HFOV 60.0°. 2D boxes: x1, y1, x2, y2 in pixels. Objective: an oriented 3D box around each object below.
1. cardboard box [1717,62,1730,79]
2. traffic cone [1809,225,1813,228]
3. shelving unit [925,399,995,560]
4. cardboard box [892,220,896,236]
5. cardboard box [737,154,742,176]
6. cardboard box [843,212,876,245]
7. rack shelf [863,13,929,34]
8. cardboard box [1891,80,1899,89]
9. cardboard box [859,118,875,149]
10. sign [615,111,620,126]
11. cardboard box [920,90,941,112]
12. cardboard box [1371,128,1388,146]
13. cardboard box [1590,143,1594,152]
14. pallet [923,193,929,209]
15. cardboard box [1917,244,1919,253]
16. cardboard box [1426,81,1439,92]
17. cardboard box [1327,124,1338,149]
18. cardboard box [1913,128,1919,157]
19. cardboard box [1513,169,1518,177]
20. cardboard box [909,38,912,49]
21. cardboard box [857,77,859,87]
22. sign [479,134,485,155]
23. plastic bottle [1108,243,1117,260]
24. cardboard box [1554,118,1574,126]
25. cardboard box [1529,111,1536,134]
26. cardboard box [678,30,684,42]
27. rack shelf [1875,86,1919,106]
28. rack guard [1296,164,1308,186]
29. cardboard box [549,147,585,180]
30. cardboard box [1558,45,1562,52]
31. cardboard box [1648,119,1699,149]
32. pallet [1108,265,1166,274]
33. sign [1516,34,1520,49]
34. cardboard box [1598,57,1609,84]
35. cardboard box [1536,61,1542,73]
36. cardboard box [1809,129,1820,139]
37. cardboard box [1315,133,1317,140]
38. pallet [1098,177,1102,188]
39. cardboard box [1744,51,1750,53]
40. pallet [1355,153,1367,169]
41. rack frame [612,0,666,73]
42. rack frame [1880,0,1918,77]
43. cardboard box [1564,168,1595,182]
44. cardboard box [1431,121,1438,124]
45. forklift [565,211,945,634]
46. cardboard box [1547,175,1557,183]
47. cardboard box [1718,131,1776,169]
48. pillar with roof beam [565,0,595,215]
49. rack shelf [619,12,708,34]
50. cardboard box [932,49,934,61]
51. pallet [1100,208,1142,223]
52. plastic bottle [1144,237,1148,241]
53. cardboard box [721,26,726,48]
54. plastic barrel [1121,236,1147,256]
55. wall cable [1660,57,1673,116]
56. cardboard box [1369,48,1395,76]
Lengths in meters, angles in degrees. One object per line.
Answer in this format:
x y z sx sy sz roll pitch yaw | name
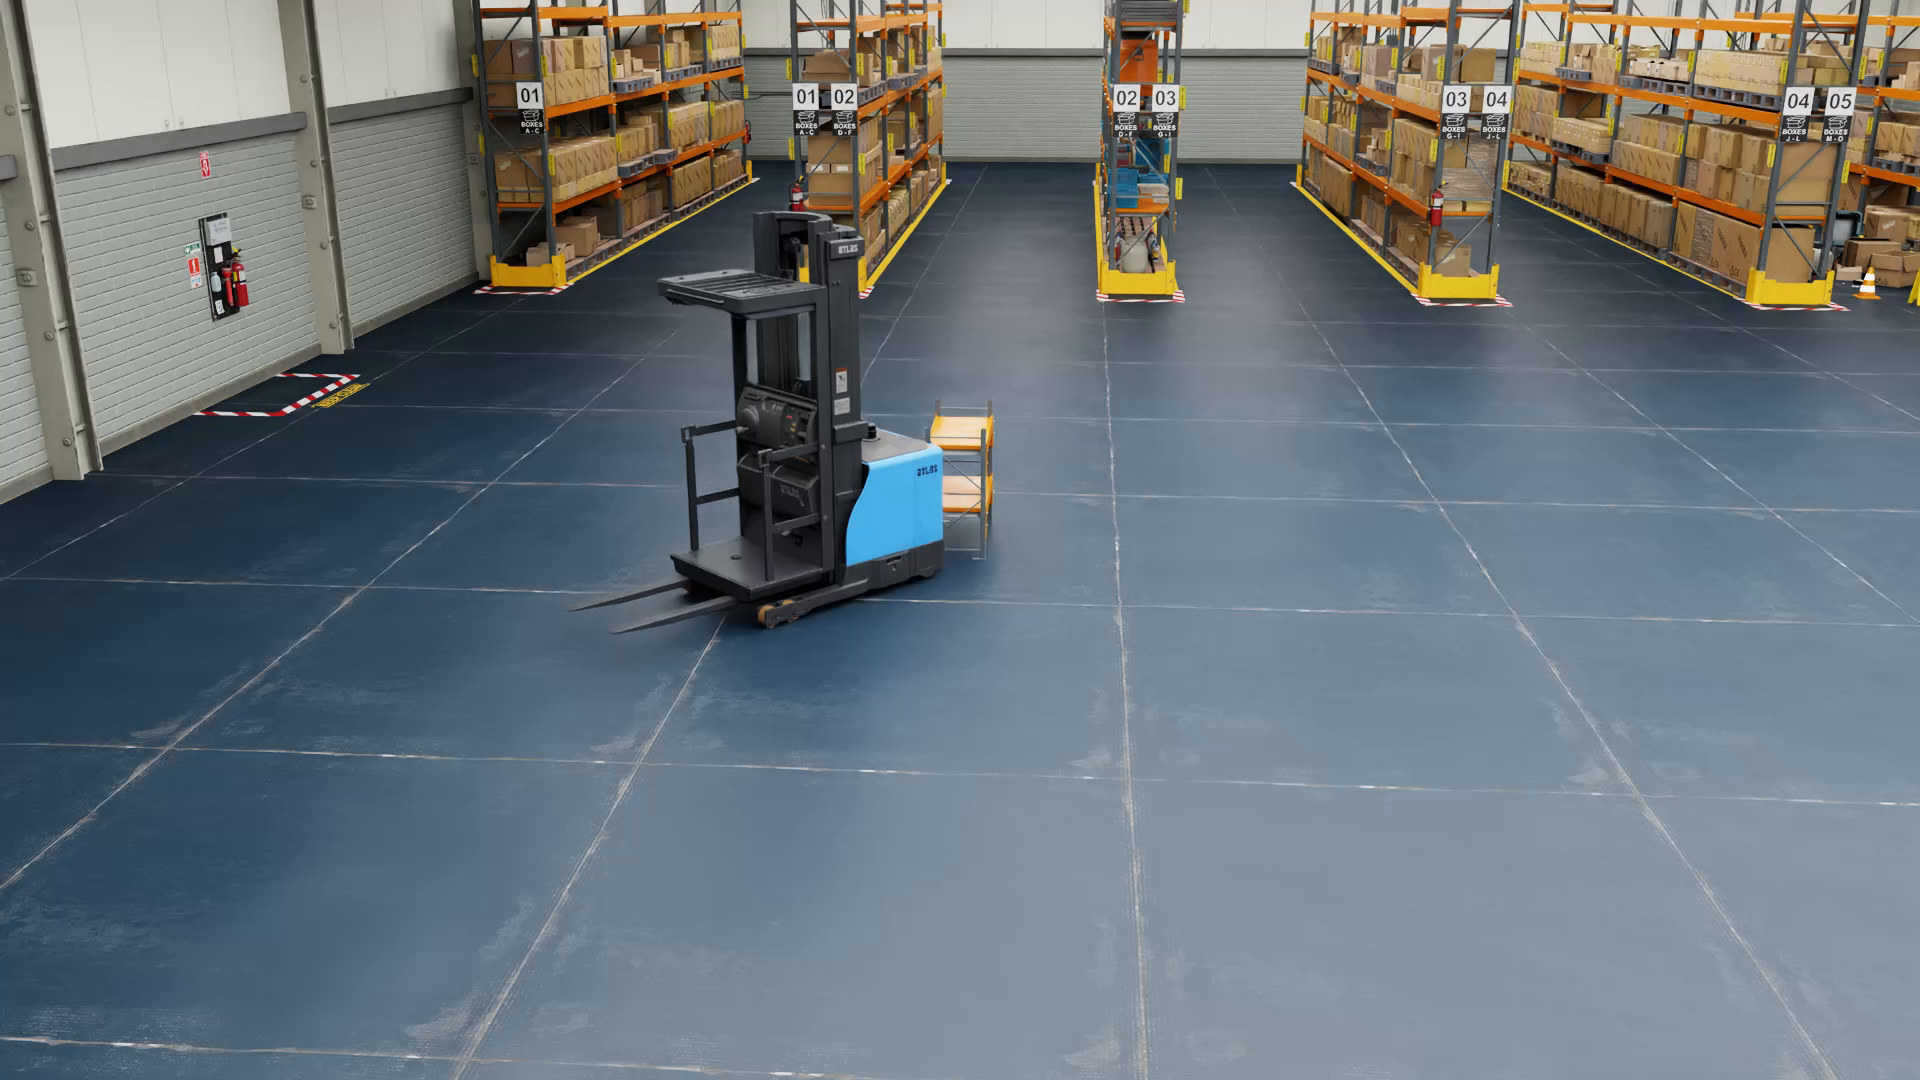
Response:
12.632 -7.617 26.963 0.500 0.250 0.500 1 18 3 | cardboard box
15.677 -5.578 30.702 0.336 0.463 0.334 1 18 4 | traffic cone
0.000 -0.537 14.254 0.538 1.125 1.048 1 18 4 | shelving unit
-1.490 -5.869 31.259 0.500 0.250 0.500 2 18 5 | cardboard box
-5.835 -9.326 41.408 0.700 0.500 0.500 1 18 4 | cardboard box
-1.720 -5.332 28.416 0.500 0.500 0.500 1 18 4 | cardboard box
-1.374 -10.880 34.974 1.077 0.370 4.000 1 18 4 | rack shelf
18.056 -8.709 31.770 0.380 0.149 0.250 1 18 4 | cardboard box
-1.865 -7.067 28.929 0.700 0.500 0.500 1 18 4 | cardboard box
-7.012 -8.611 34.026 0.100 0.325 0.005 1 18 4 | sign
-0.737 -10.646 40.330 0.500 0.500 0.500 2 18 5 | cardboard box
8.364 -7.796 32.564 0.500 0.500 0.500 -1 18 -3 | cardboard box
12.900 -7.897 33.434 0.380 0.149 0.250 1 18 4 | cardboard box
-1.251 -7.604 37.290 1.003 0.211 1.213 1 18 4 | pallet
16.527 -4.765 28.159 0.500 0.500 0.500 17 25 41 | cardboard box
7.539 -7.114 26.101 0.380 0.149 0.250 1 18 4 | cardboard box
8.368 -8.870 36.516 0.500 0.500 0.500 1 18 4 | cardboard box
17.879 -7.268 30.475 0.500 0.500 0.500 1 18 2 | cardboard box
13.507 -8.806 39.906 0.380 0.149 0.250 1 18 4 | cardboard box
-1.365 -10.540 35.958 0.600 0.600 0.600 1 18 3 | cardboard box
-1.831 -7.389 26.843 0.380 0.149 0.250 1 18 4 | cardboard box
-7.584 -6.284 26.417 0.100 0.325 0.005 1 18 4 | sign
2.589 -4.916 28.278 0.152 0.276 0.135 1 18 4 | plastic bottle
13.103 -9.069 36.056 0.380 0.149 0.250 2 18 7 | cardboard box
13.478 -9.639 38.384 0.500 0.500 0.500 1 18 2 | cardboard box
-6.366 -11.060 36.470 0.500 0.250 0.500 3 18 8 | cardboard box
18.104 -7.959 30.234 1.077 0.370 4.000 1 18 4 | rack shelf
8.938 -9.022 41.154 1.175 0.500 0.348 1 18 4 | rack guard
-6.609 -6.315 27.882 0.500 0.500 0.500 1 18 2 | cardboard box
13.349 -10.785 36.500 0.380 0.149 0.250 2 18 5 | cardboard box
13.155 -7.484 30.679 0.700 0.500 0.500 1 18 3 | cardboard box
2.872 -4.296 27.193 1.003 0.211 1.213 1 18 4 | pallet
13.335 -11.913 39.742 0.100 0.325 0.005 1 18 4 | sign
13.114 -9.387 33.277 0.500 0.500 0.500 1 18 4 | cardboard box
13.476 -10.797 37.980 0.500 0.250 0.500 1 18 4 | cardboard box
18.150 -8.456 34.851 0.500 0.250 0.500 2 18 5 | cardboard box
8.437 -9.342 38.519 0.380 0.149 0.250 1 18 3 | cardboard box
3.899 -8.733 40.735 1.003 0.211 1.213 1 18 4 | pallet
13.290 -8.066 27.693 0.380 0.149 0.250 1 18 4 | cardboard box
8.418 -7.403 32.507 1.213 0.211 1.003 1 18 4 | pallet
-6.459 -10.900 33.238 1.000 3.000 0.127 1 18 4 | rack frame
18.248 -10.348 31.550 1.000 3.000 0.127 1 18 4 | rack frame
13.238 -7.797 35.537 0.500 0.250 0.500 2 18 5 | cardboard box
8.284 -6.838 28.231 0.500 0.500 0.500 1 18 4 | cardboard box
-1.551 -0.919 12.521 3.031 2.935 1.130 -16 24 -40 | forklift
13.356 -8.062 37.158 0.380 0.149 0.250 2 18 5 | cardboard box
12.826 -6.301 26.861 0.875 0.550 0.500 1 18 4 | cardboard box
-3.121 -10.420 31.771 9.100 9.000 0.400 1 18 4 | pillar with roof beam
-6.315 -10.990 35.308 1.077 0.370 4.000 1 18 4 | rack shelf
-0.866 -11.230 38.499 0.500 0.250 0.500 1 18 4 | cardboard box
3.438 -6.749 34.681 1.003 0.211 1.213 1 18 4 | pallet
3.237 -5.132 28.925 0.061 0.283 0.133 1 18 4 | plastic bottle
-5.780 -11.778 38.935 0.500 0.500 0.500 1 18 4 | cardboard box
2.856 -4.723 27.340 0.421 0.512 0.421 0 18 0 | plastic barrel
19.202 -12.231 45.250 0.585 1.953 0.123 1 18 4 | wall cable
8.004 -8.974 31.213 0.500 0.500 0.500 1 18 2 | cardboard box
